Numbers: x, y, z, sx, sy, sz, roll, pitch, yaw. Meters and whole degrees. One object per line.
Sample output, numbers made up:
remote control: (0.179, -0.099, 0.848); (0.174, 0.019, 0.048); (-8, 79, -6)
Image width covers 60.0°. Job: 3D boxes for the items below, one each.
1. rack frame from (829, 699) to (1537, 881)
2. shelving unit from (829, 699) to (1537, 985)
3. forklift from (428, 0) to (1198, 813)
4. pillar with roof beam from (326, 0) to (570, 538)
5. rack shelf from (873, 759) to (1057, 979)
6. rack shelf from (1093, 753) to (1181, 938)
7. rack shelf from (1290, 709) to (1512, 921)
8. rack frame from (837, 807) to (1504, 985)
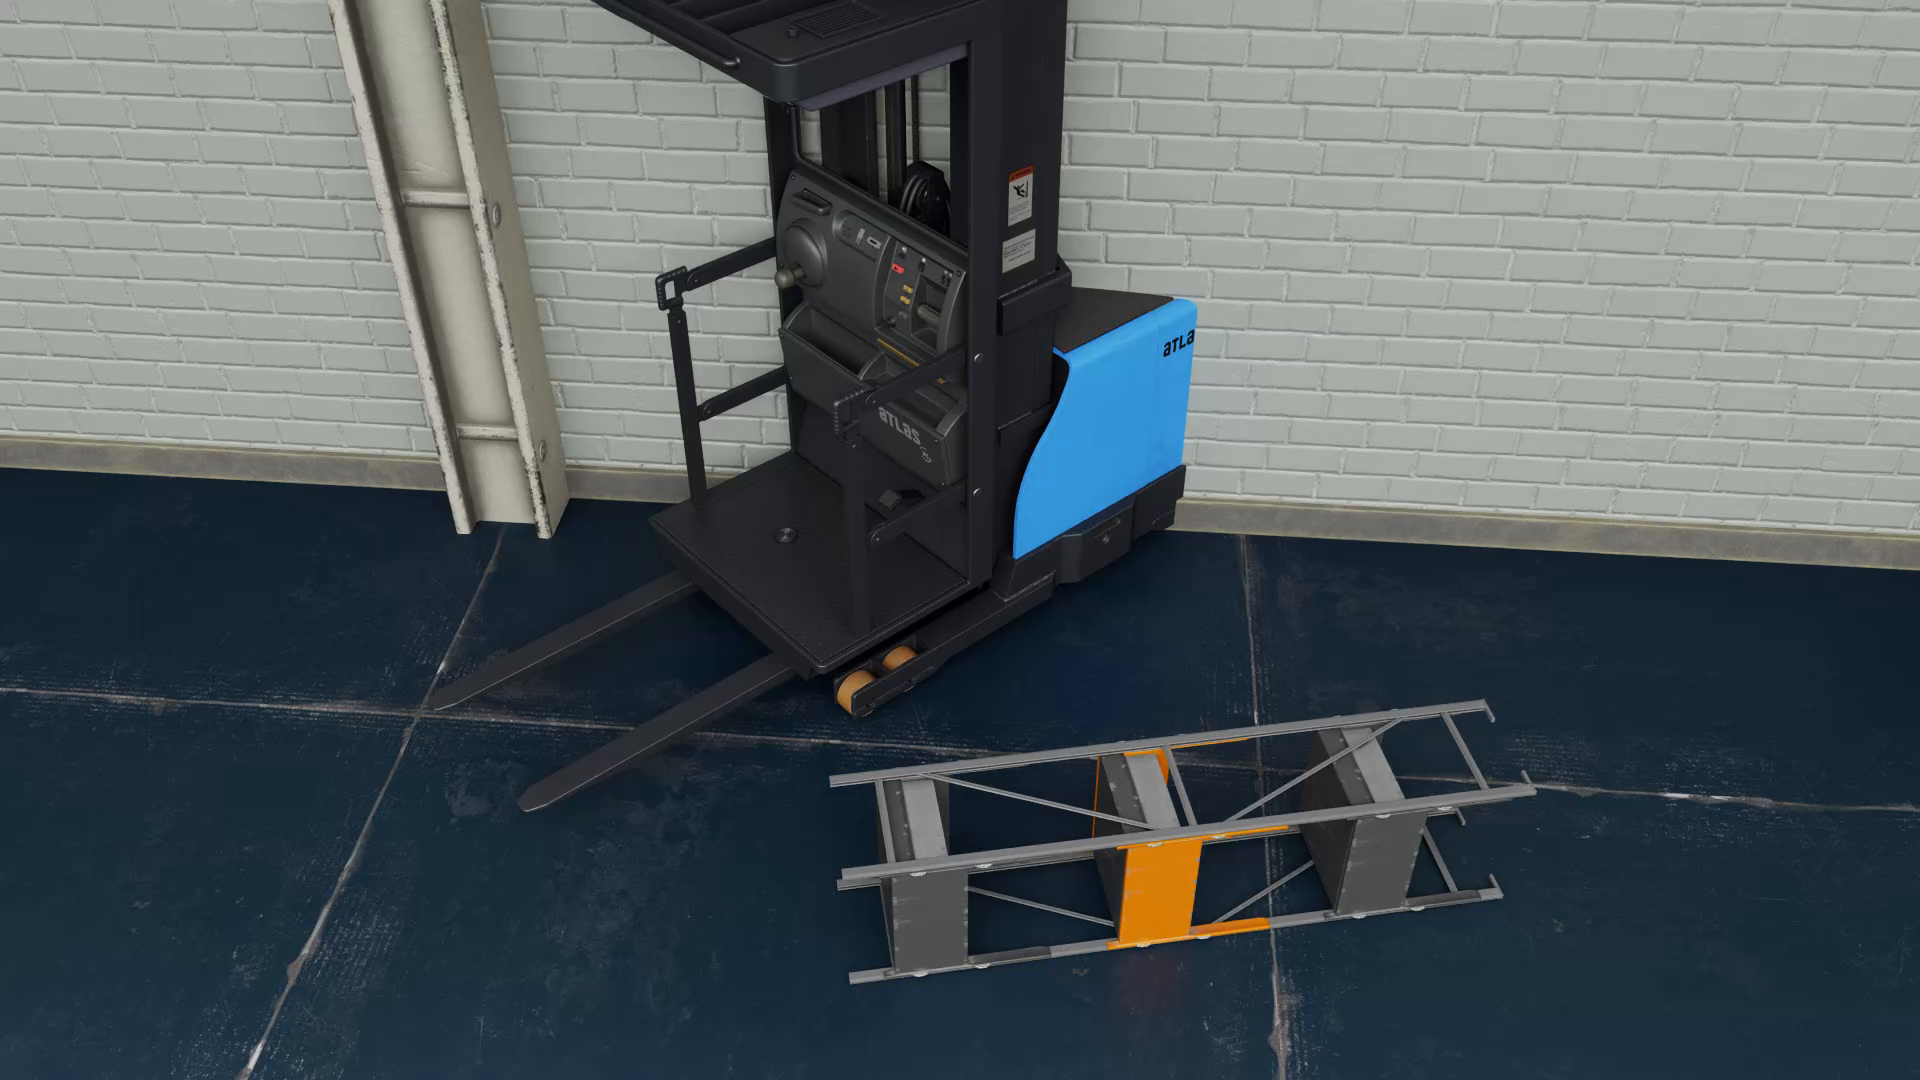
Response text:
rack frame: (0.670, 0.744, 5.041); (2.100, 0.015, 0.400); (-6, 39, -7)
shelving unit: (0.670, 0.933, 5.195); (2.100, 0.503, 0.431); (-6, 39, -7)
forklift: (-0.470, -0.878, 5.507); (3.031, 2.935, 1.130); (-29, 47, -31)
pillar with roof beam: (-2.216, -0.897, 0.723); (0.400, 9.000, 9.100); (3, 39, 4)
rack shelf: (-0.007, 1.001, 5.111); (0.518, 0.480, 0.431); (-6, 39, -7)
rack shelf: (0.549, 0.945, 5.180); (0.174, 0.457, 0.368); (-6, 39, -7)
rack shelf: (1.375, 0.862, 5.282); (0.518, 0.480, 0.431); (-6, 39, -7)
rack frame: (0.670, 1.122, 5.349); (2.100, 0.015, 0.400); (-6, 39, -7)
